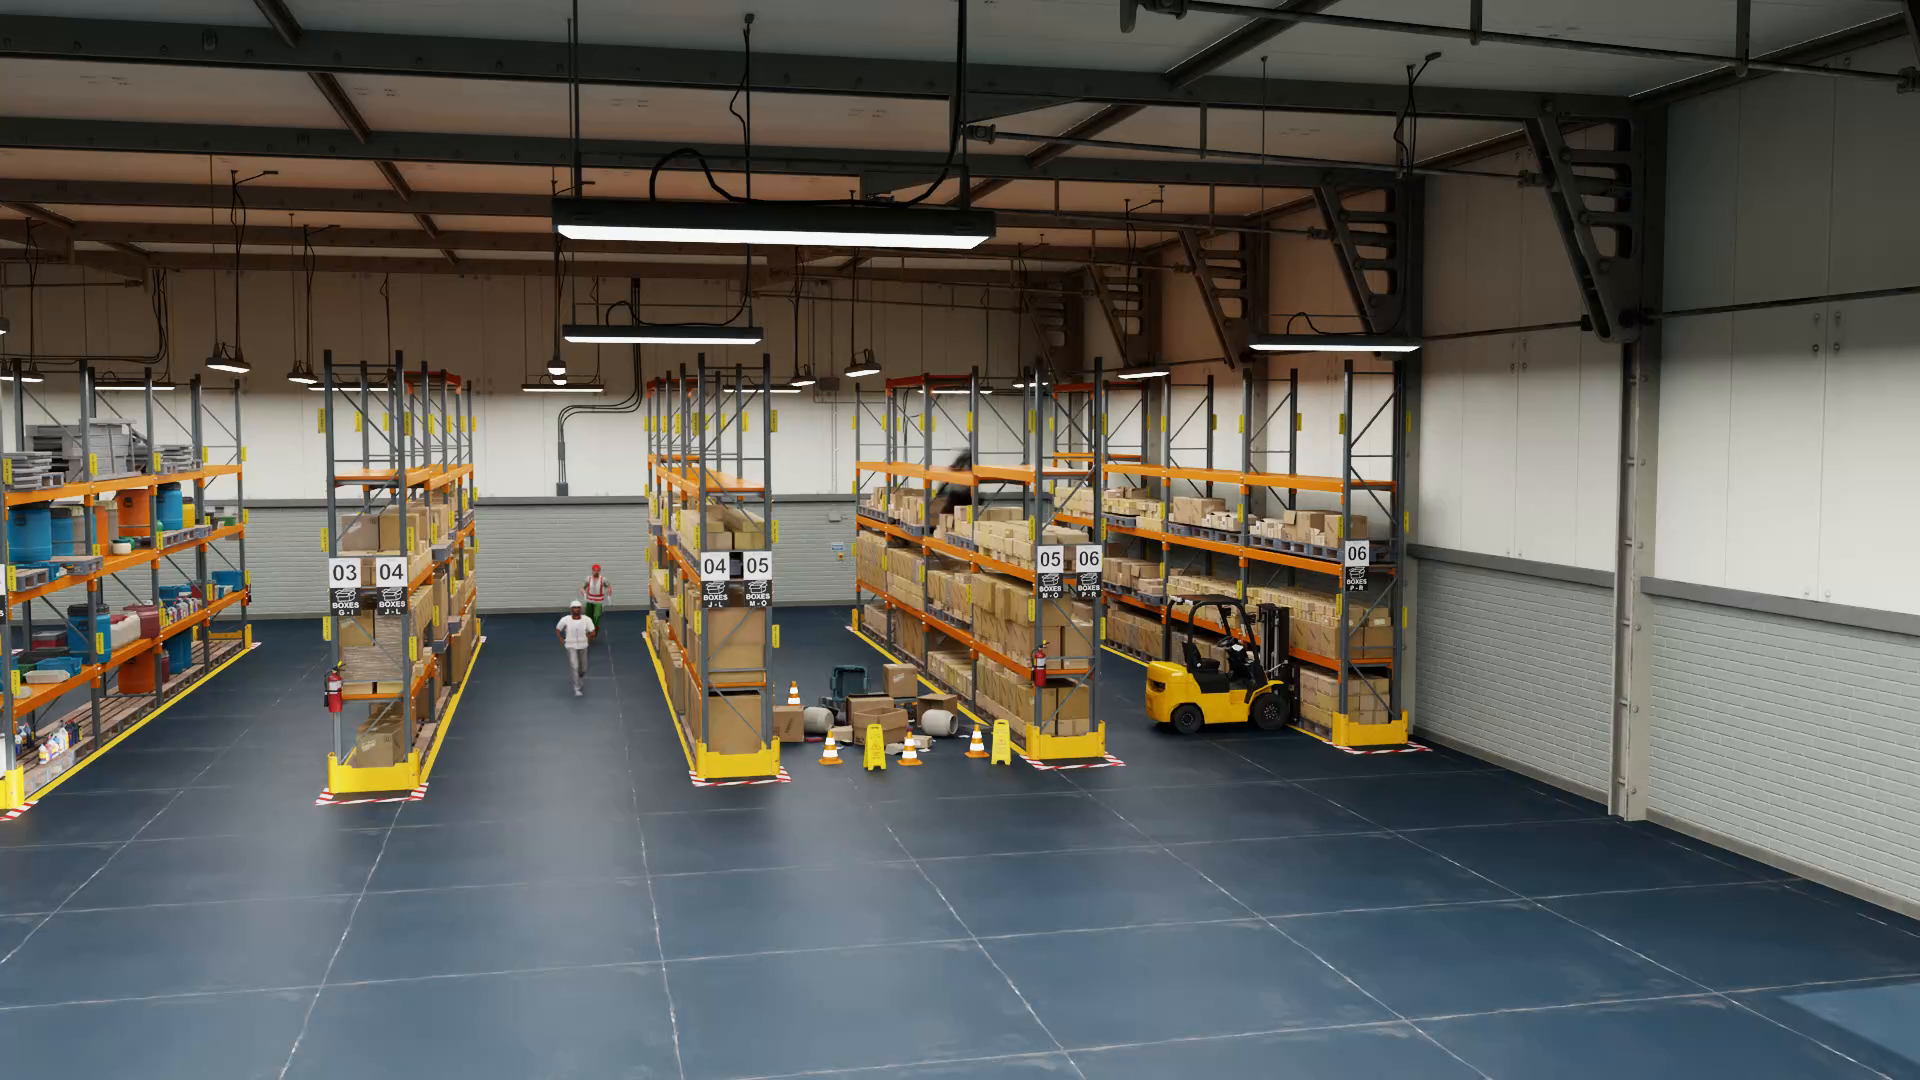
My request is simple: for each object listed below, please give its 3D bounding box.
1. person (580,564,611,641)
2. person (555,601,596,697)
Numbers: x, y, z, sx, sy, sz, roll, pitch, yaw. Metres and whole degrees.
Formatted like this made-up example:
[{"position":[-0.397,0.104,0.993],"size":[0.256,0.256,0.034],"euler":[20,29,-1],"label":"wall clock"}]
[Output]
[{"position":[-8.339,1.433,38.014],"size":[0.690,1.772,1.040],"euler":[0,4,-3],"label":"person"},{"position":[-7.095,1.988,30.771],"size":[0.714,1.744,0.901],"euler":[-2,4,-23],"label":"person"}]
